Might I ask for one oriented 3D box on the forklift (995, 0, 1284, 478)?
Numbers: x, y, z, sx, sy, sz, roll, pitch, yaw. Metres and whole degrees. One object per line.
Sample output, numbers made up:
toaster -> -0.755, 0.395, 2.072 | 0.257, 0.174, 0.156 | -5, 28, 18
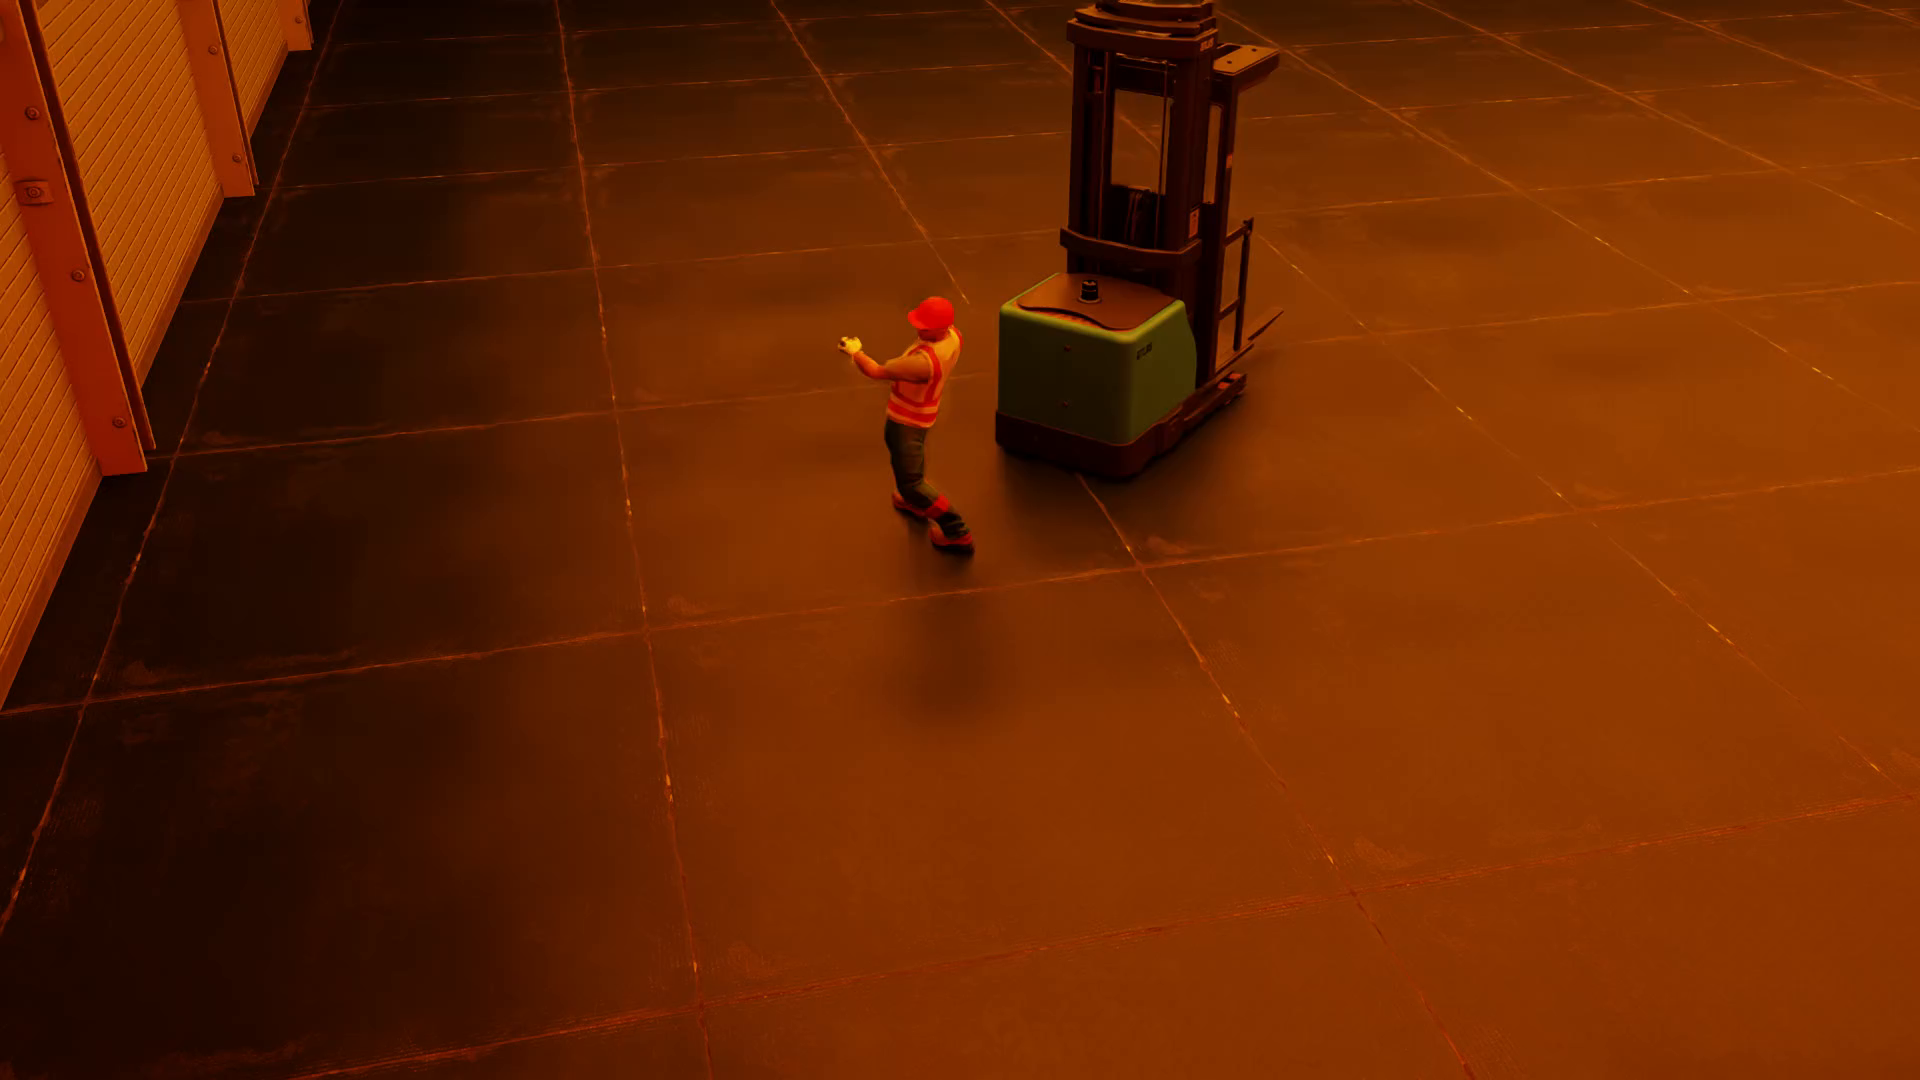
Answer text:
forklift -> 1.472, -2.378, 11.683 | 1.130, 2.935, 3.031 | 18, 35, 28

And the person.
person -> -0.311, -0.839, 10.306 | 0.870, 1.624, 0.859 | 4, 30, 6
